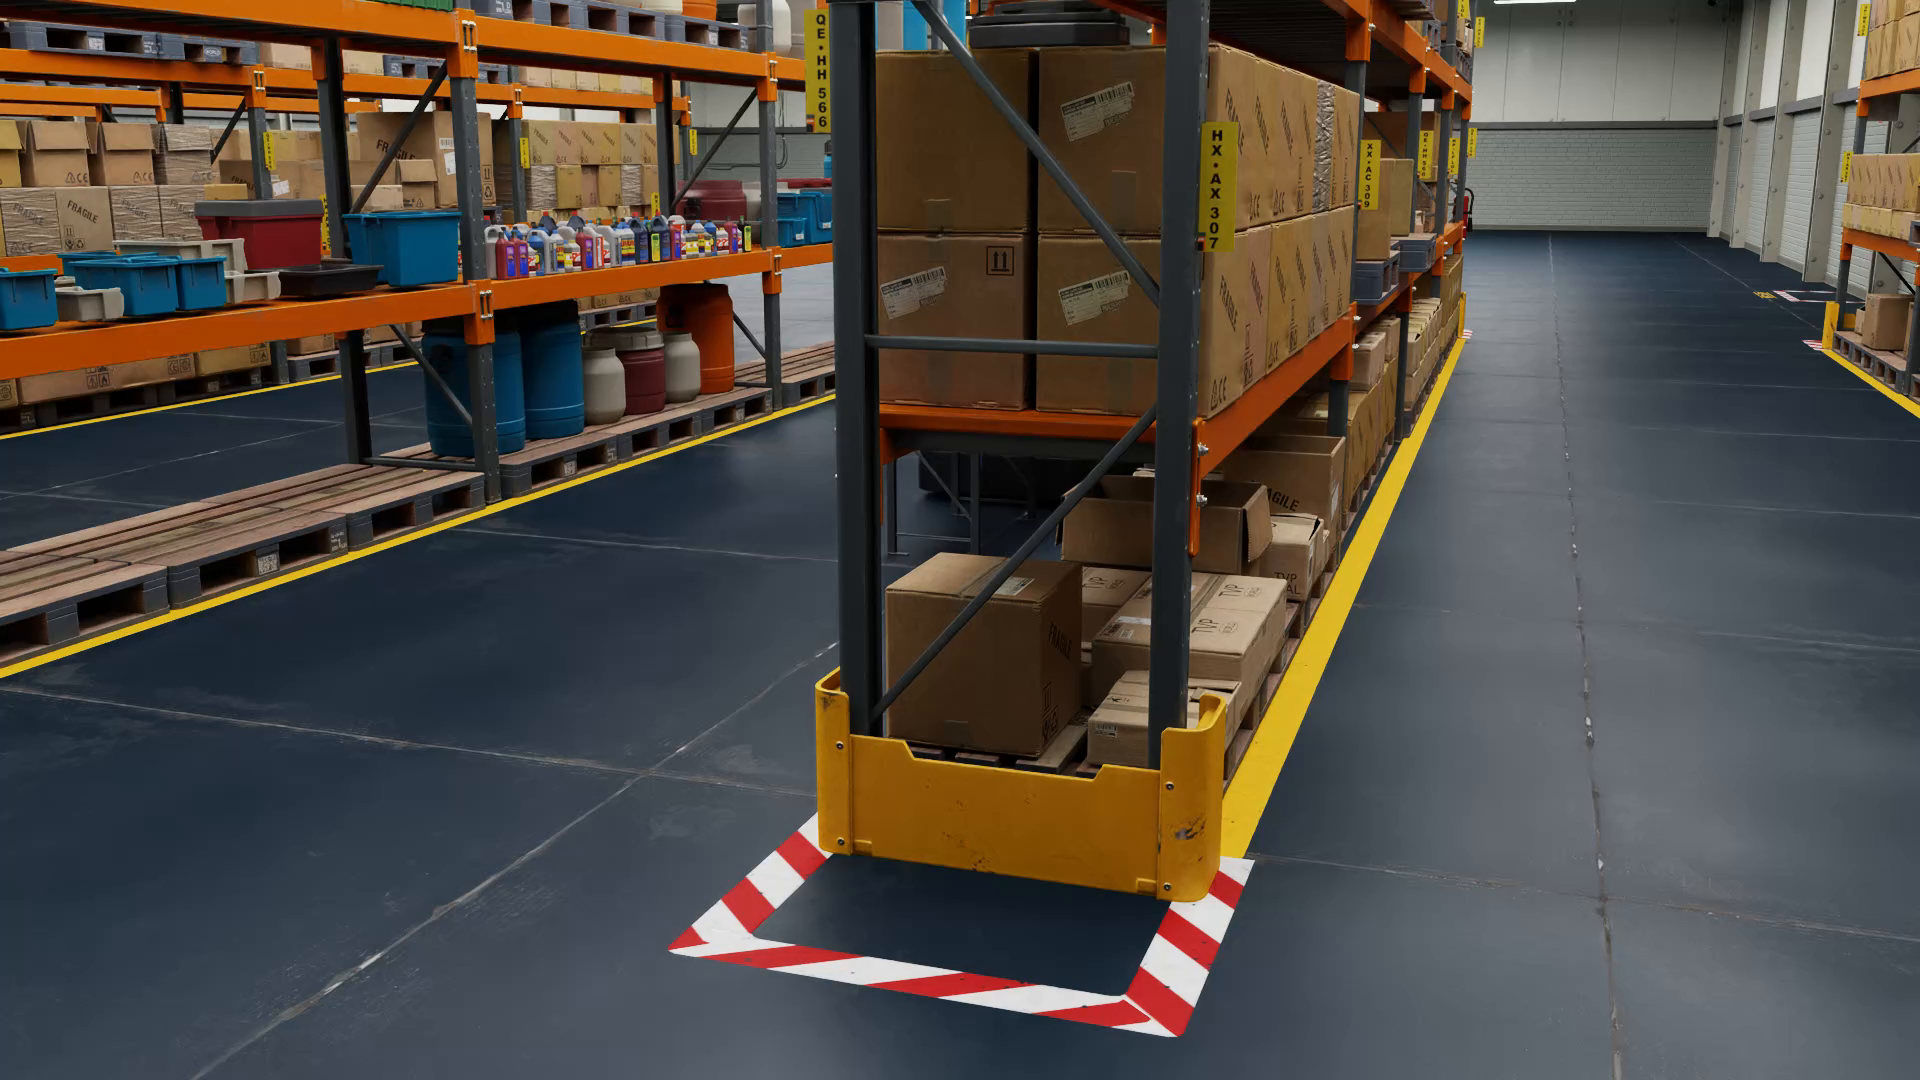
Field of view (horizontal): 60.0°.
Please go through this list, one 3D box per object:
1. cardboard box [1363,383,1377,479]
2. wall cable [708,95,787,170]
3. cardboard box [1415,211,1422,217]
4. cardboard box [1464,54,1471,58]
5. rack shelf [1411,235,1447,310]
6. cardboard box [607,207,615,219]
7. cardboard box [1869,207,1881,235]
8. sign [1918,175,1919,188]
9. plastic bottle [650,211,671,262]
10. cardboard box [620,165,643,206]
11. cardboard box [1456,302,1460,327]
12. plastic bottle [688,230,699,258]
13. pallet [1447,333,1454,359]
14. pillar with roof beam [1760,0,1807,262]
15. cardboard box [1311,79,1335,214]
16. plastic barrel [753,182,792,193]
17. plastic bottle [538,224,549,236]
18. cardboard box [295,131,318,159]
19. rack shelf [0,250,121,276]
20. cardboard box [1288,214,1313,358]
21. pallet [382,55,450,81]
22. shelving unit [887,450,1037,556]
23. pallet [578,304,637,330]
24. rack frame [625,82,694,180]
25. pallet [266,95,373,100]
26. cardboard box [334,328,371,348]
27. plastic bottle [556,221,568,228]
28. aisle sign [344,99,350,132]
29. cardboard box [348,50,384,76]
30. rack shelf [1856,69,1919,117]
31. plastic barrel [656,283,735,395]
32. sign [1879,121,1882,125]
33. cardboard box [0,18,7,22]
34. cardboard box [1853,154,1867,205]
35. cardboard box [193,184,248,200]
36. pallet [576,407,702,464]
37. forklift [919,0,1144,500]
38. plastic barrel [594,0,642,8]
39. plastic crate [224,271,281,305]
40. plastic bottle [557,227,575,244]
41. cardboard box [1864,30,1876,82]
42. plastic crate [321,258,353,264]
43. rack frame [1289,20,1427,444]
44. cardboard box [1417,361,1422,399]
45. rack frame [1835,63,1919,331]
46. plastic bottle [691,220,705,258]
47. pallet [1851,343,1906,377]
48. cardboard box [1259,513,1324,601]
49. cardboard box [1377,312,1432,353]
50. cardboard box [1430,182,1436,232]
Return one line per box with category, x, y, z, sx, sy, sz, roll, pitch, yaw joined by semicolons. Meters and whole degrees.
cardboard box;2.154;-0.658;9.760;0.500;0.500;0.500;5;14;19
wall cable;-7.295;-13.842;56.389;3.097;2.526;0.112;4;14;18
cardboard box;3.907;-2.865;15.136;0.500;0.250;0.500;5;14;22
cardboard box;5.196;-5.288;17.752;0.500;0.250;0.500;4;14;18
rack shelf;3.378;-2.273;13.822;1.077;0.370;4.000;4;14;18
cardboard box;-4.483;-4.033;20.480;0.380;0.149;0.250;4;14;18
cardboard box;9.059;-3.064;15.965;0.500;0.250;0.500;4;14;19
sign;8.197;-3.148;14.096;0.100;0.325;0.005;4;14;18
plastic bottle;-2.143;-2.149;11.773;0.144;0.351;0.185;4;14;18
cardboard box;-4.508;-4.465;20.916;0.875;0.500;0.500;4;14;18
cardboard box;5.275;-2.511;18.483;0.500;0.250;0.500;4;14;18
plastic bottle;-1.969;-2.173;12.215;0.097;0.201;0.097;0;13;0
pallet;4.715;-2.108;17.747;1.003;0.211;1.213;4;14;18
pillar with roof beam;12.350;-10.346;34.094;9.100;9.000;0.400;4;14;18
cardboard box;1.191;-1.557;6.598;0.500;0.500;0.500;4;14;19
plastic barrel;-1.688;-2.935;14.856;0.421;0.512;0.421;0;13;0
plastic bottle;-2.915;-2.072;11.613;0.097;0.271;0.097;0;13;0
cardboard box;-9.271;-5.273;22.586;0.875;0.550;0.550;4;14;18
rack shelf;-7.289;-2.145;13.260;1.077;0.370;4.000;4;14;18
cardboard box;1.026;-0.961;6.233;0.500;0.500;0.500;5;14;19
pallet;-5.981;-4.789;16.909;1.213;0.211;1.003;4;14;18
shelving unit;0.028;-0.749;8.900;0.538;1.500;1.048;4;14;18
pallet;-4.770;-2.801;20.786;1.003;0.211;1.213;4;14;18
rack frame;-4.053;-4.601;22.405;1.000;3.000;0.127;4;14;18
pallet;-8.944;-6.242;23.052;1.003;0.211;1.213;4;14;18
cardboard box;-6.276;-2.173;16.395;0.700;0.500;0.500;3;13;14
plastic bottle;-2.850;-2.140;11.900;0.152;0.276;0.135;4;14;18
aisle sign;-8.975;-6.283;23.934;0.394;0.787;0.004;4;14;18
cardboard box;-5.925;-4.603;16.012;0.500;0.250;0.500;5;14;20
rack shelf;9.360;-4.222;15.619;1.077;0.370;4.000;4;14;18
plastic barrel;-2.097;-1.602;13.201;0.600;0.830;0.708;4;14;18
sign;13.473;-6.227;24.320;0.001;0.298;0.199;4;14;18
cardboard box;-7.312;-3.922;12.309;0.380;0.149;0.250;4;13;16
cardboard box;9.399;-3.651;16.850;0.500;0.500;0.500;4;14;19
cardboard box;-6.567;-2.844;14.481;0.500;0.500;0.500;5;14;20
pallet;-2.567;-0.775;11.911;1.003;0.211;1.213;4;14;18
forklift;0.736;-1.938;10.891;1.130;2.935;3.031;5;14;20
plastic barrel;-2.386;-3.909;11.384;0.433;0.535;0.433;0;13;0
plastic crate;-3.528;-1.230;8.095;0.293;0.136;0.466;4;14;18
plastic bottle;-2.583;-1.933;10.996;0.152;0.276;0.135;4;14;18
cardboard box;9.663;-5.000;17.141;0.500;0.500;0.500;5;14;20
plastic crate;-3.535;-1.531;9.411;0.396;0.136;0.243;4;14;18
rack frame;2.731;-2.203;11.897;1.000;3.000;0.127;4;14;18
cardboard box;3.340;-1.262;13.011;0.500;0.250;0.500;4;13;17
rack frame;10.008;-3.531;17.718;1.000;3.000;0.127;4;14;18
plastic bottle;-1.938;-2.228;12.297;0.097;0.271;0.097;0;13;0
pallet;9.290;-1.731;16.098;1.003;0.211;1.213;4;14;18
cardboard box;1.278;0.034;7.150;0.500;0.311;0.500;4;14;18
cardboard box;3.673;-1.756;13.916;0.500;0.311;0.500;4;14;18
cardboard box;4.327;-3.299;16.476;0.700;0.500;0.500;4;14;18
